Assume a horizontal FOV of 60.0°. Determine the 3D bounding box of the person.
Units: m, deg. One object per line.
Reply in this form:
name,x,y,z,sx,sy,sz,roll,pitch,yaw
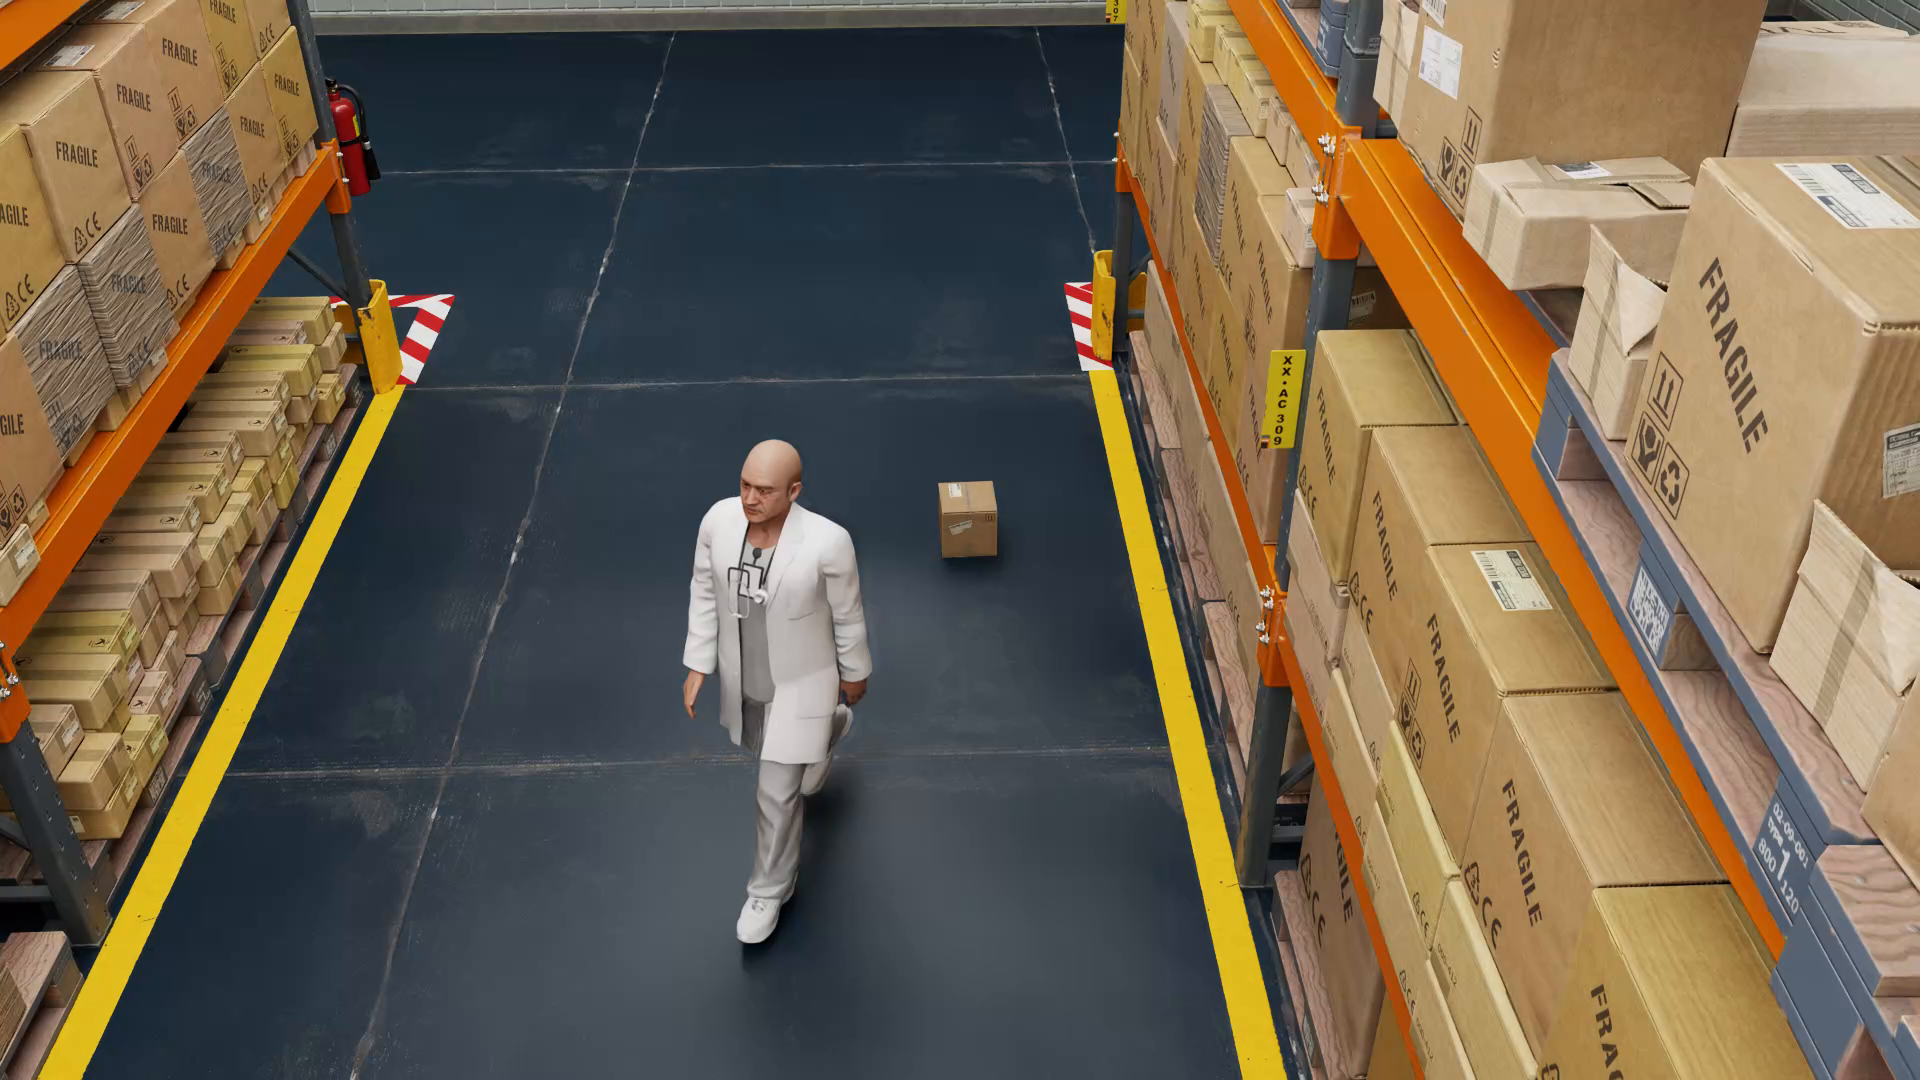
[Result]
person,-0.595,0.406,5.567,0.593,1.739,1.034,14,37,19
